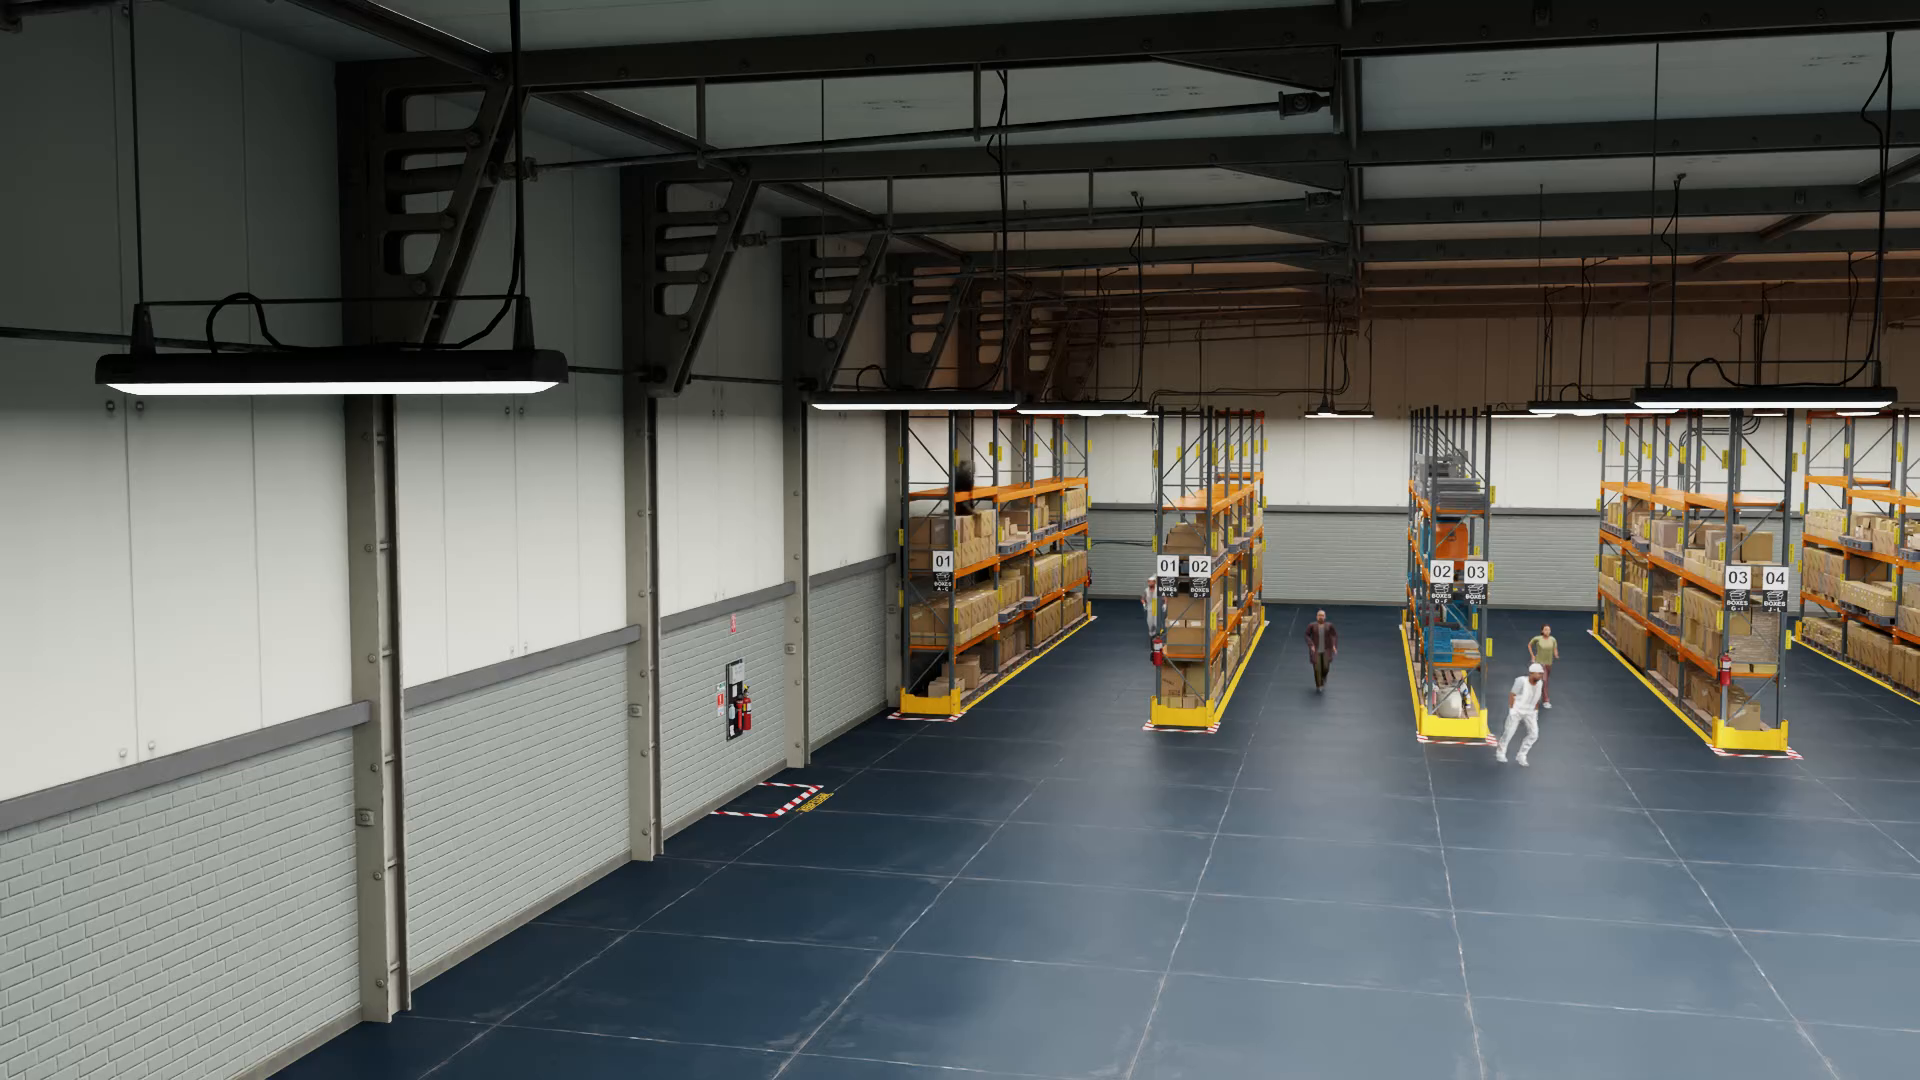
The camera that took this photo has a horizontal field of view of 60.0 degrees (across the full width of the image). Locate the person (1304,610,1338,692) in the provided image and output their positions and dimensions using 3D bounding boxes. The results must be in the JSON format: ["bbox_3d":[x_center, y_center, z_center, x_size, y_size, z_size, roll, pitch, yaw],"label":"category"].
[{"bbox_3d":[7.636,2.344,35.176,0.701,1.724,0.662,0,4,6],"label":"person"}]

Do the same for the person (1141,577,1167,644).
[{"bbox_3d":[4.947,1.808,42.491,0.684,1.735,0.656,2,4,22],"label":"person"}]

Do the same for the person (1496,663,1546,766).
[{"bbox_3d":[9.381,2.885,27.713,0.674,1.706,0.671,-2,4,-21],"label":"person"}]

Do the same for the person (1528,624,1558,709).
[{"bbox_3d":[11.723,2.499,33.449,0.542,1.663,0.933,0,4,-6],"label":"person"}]
